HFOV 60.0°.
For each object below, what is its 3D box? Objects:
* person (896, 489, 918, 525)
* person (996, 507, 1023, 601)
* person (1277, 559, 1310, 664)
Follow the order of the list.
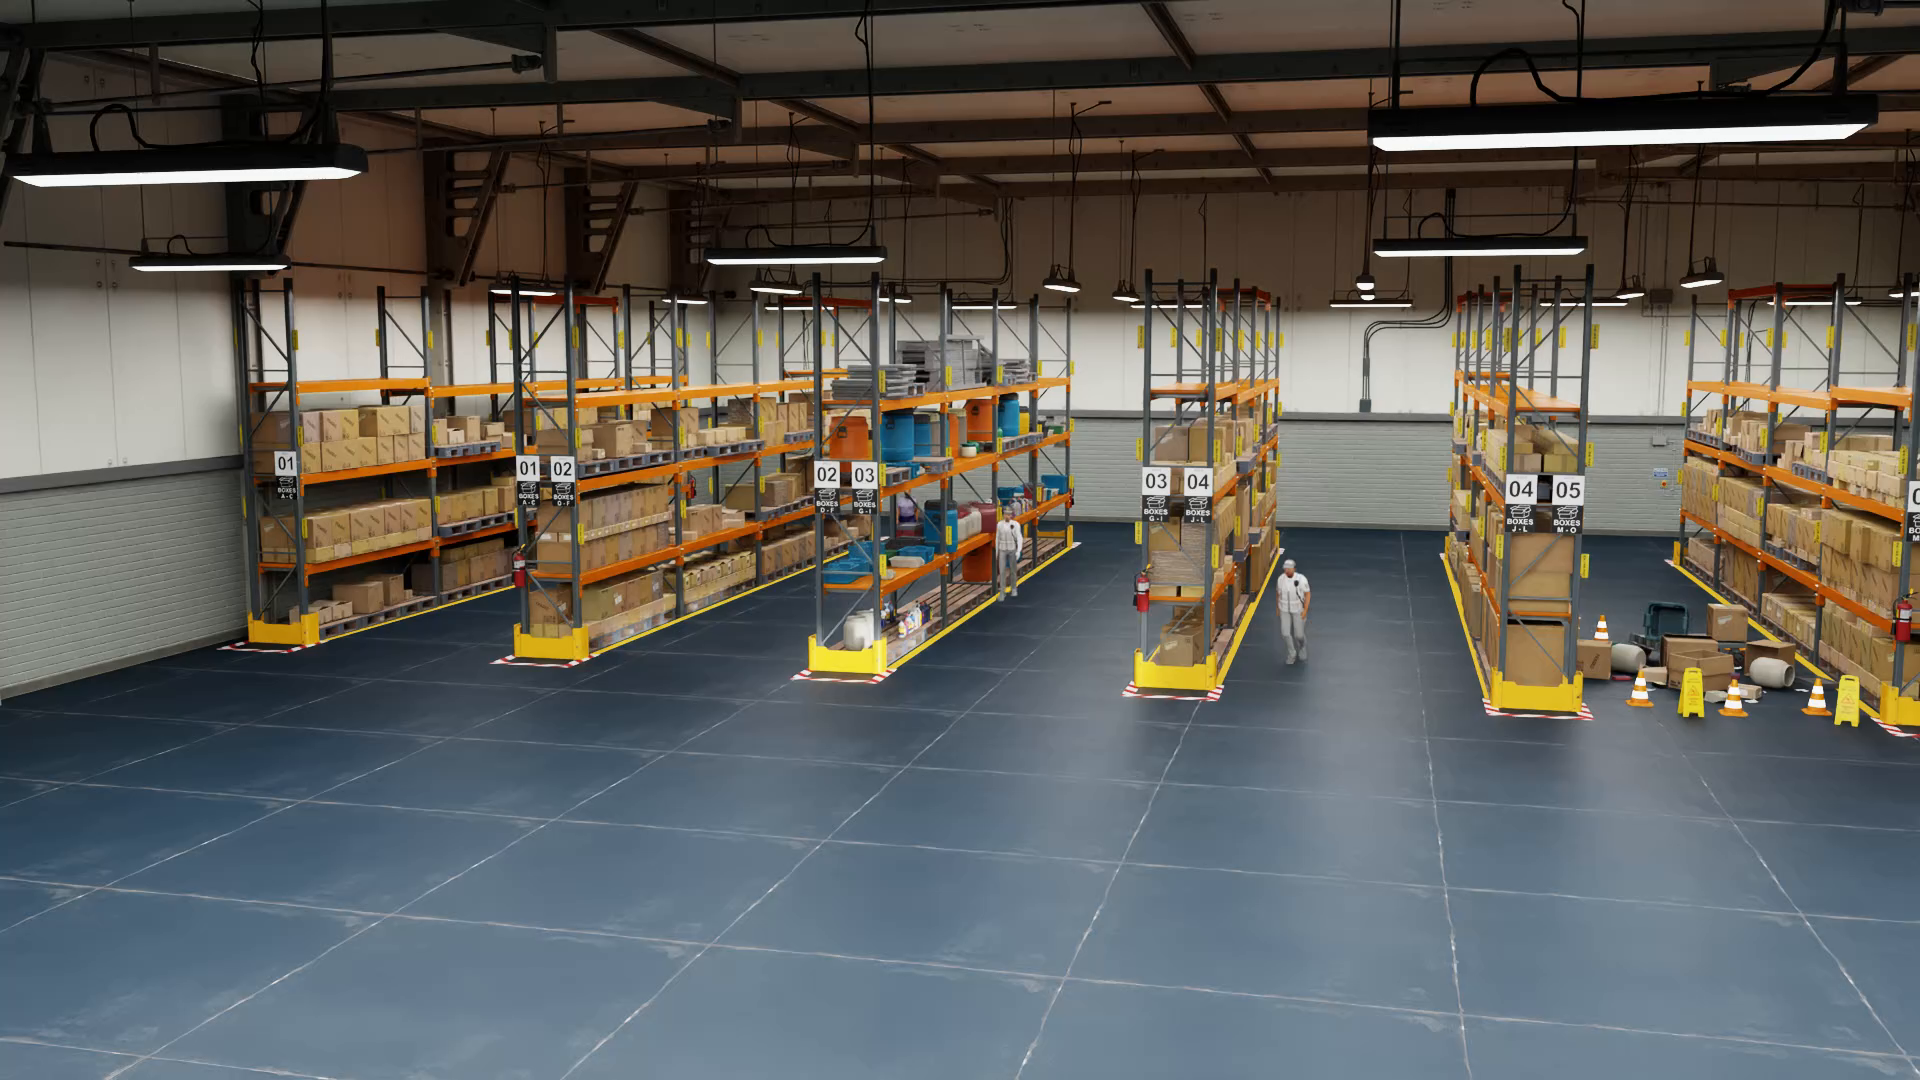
[{"bbox_3d":[-1.232,-0.451,38.810,0.486,1.569,1.007,2,7,13],"label":"person"},{"bbox_3d":[0.886,0.239,30.490,0.538,1.716,0.596,2,7,15],"label":"person"},{"bbox_3d":[5.196,1.100,25.892,0.539,1.642,0.623,4,8,28],"label":"person"}]
